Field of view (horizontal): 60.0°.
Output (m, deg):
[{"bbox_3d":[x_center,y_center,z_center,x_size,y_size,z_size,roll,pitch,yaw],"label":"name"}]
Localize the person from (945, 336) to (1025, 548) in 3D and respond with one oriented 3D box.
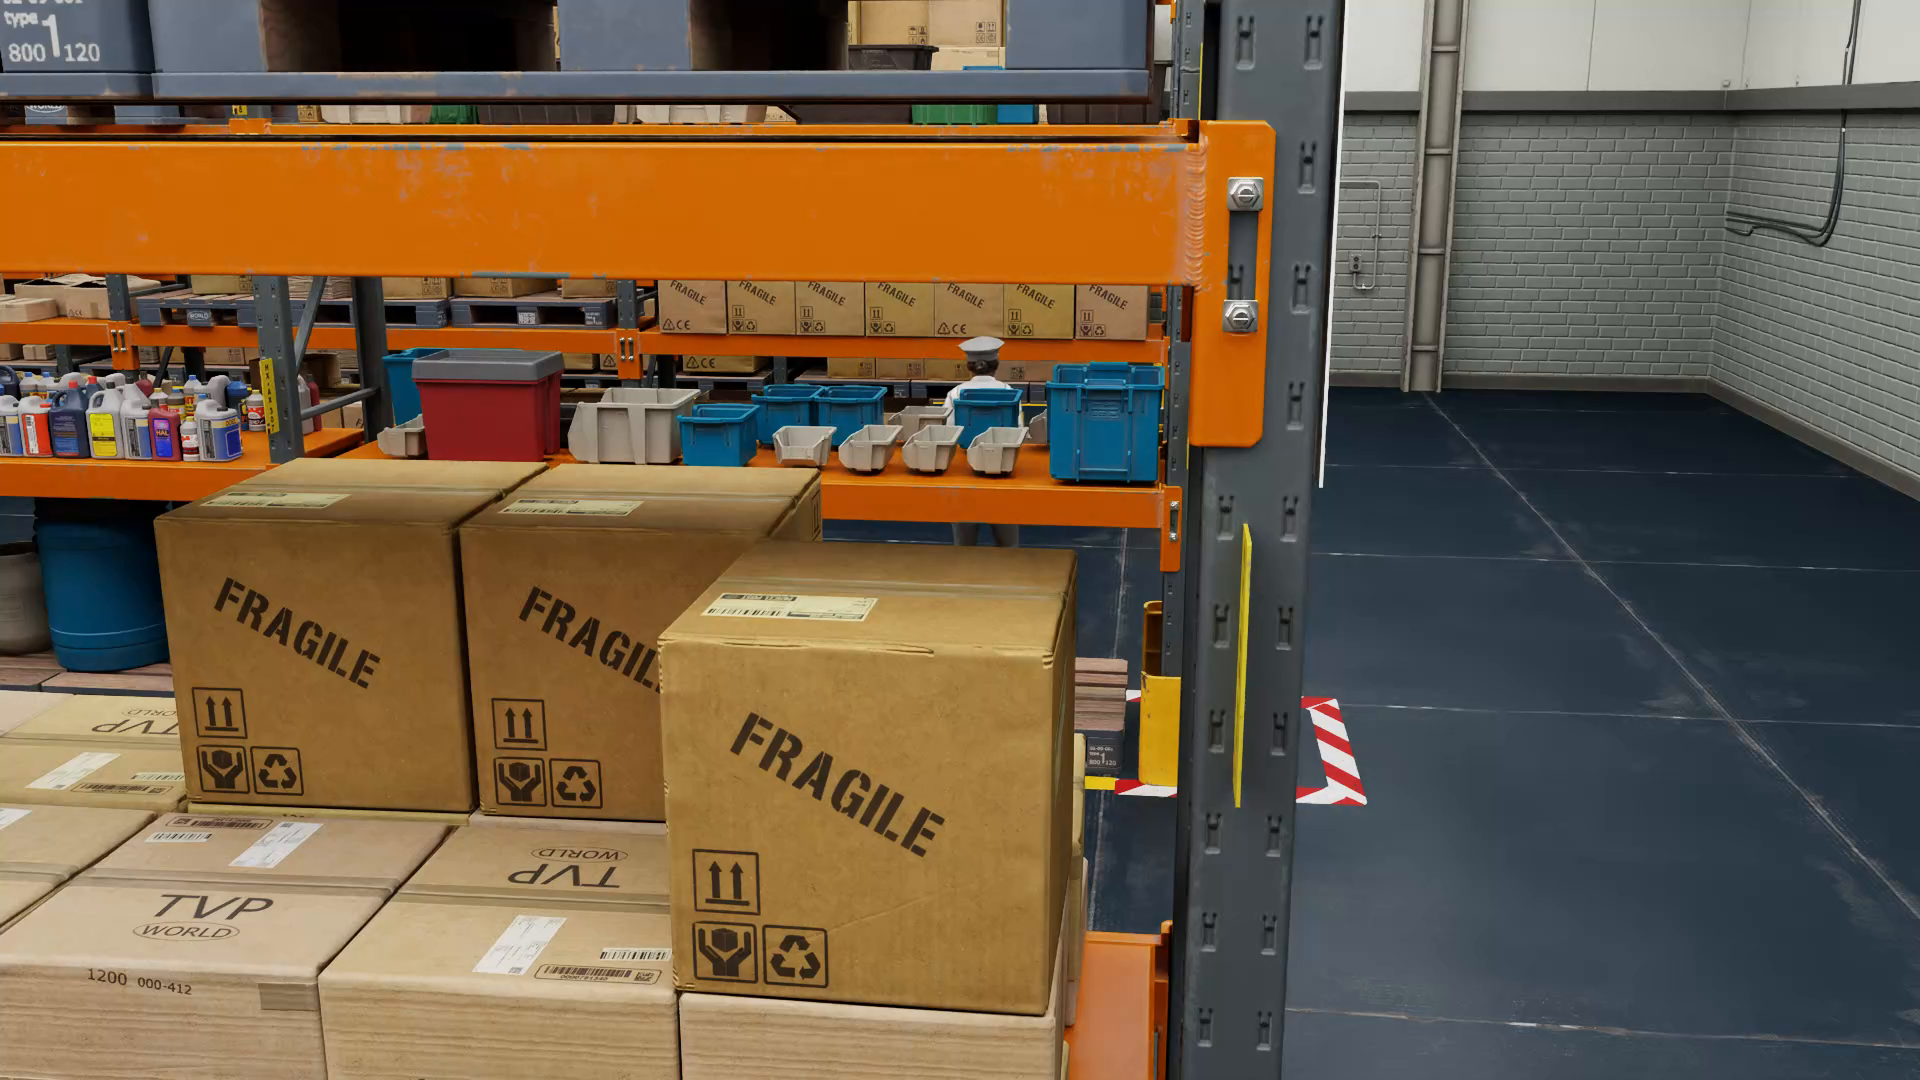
[{"bbox_3d":[0.142,-0.282,9.239,0.507,1.660,0.393,2,14,7],"label":"person"}]
